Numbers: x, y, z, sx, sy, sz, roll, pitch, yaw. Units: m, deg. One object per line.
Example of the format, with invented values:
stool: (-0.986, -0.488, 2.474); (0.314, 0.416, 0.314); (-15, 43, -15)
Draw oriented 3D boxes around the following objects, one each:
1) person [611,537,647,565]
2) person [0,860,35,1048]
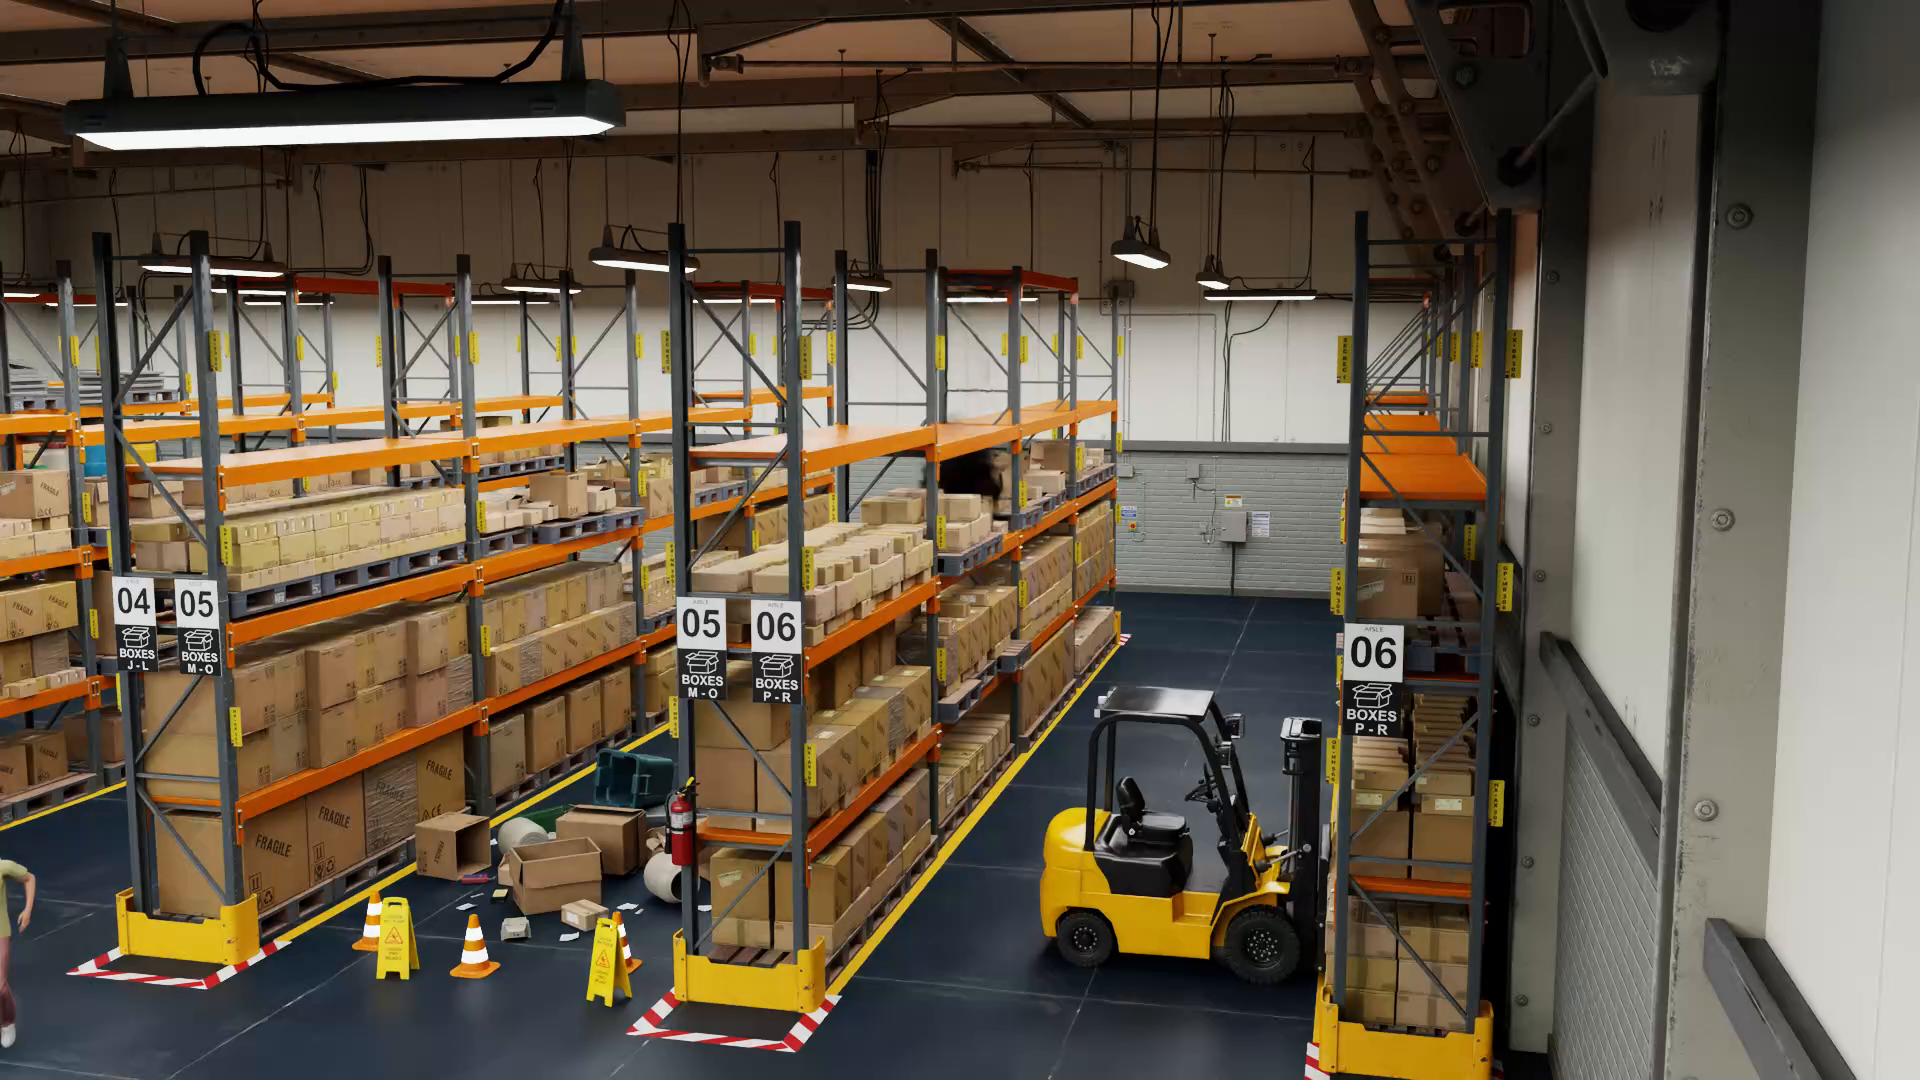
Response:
person: (-5.907, 0.708, 29.746); (0.674, 1.710, 0.637); (-1, 7, -6)
person: (-7.020, 2.893, 11.993); (0.599, 1.649, 0.619); (-3, 7, -20)
